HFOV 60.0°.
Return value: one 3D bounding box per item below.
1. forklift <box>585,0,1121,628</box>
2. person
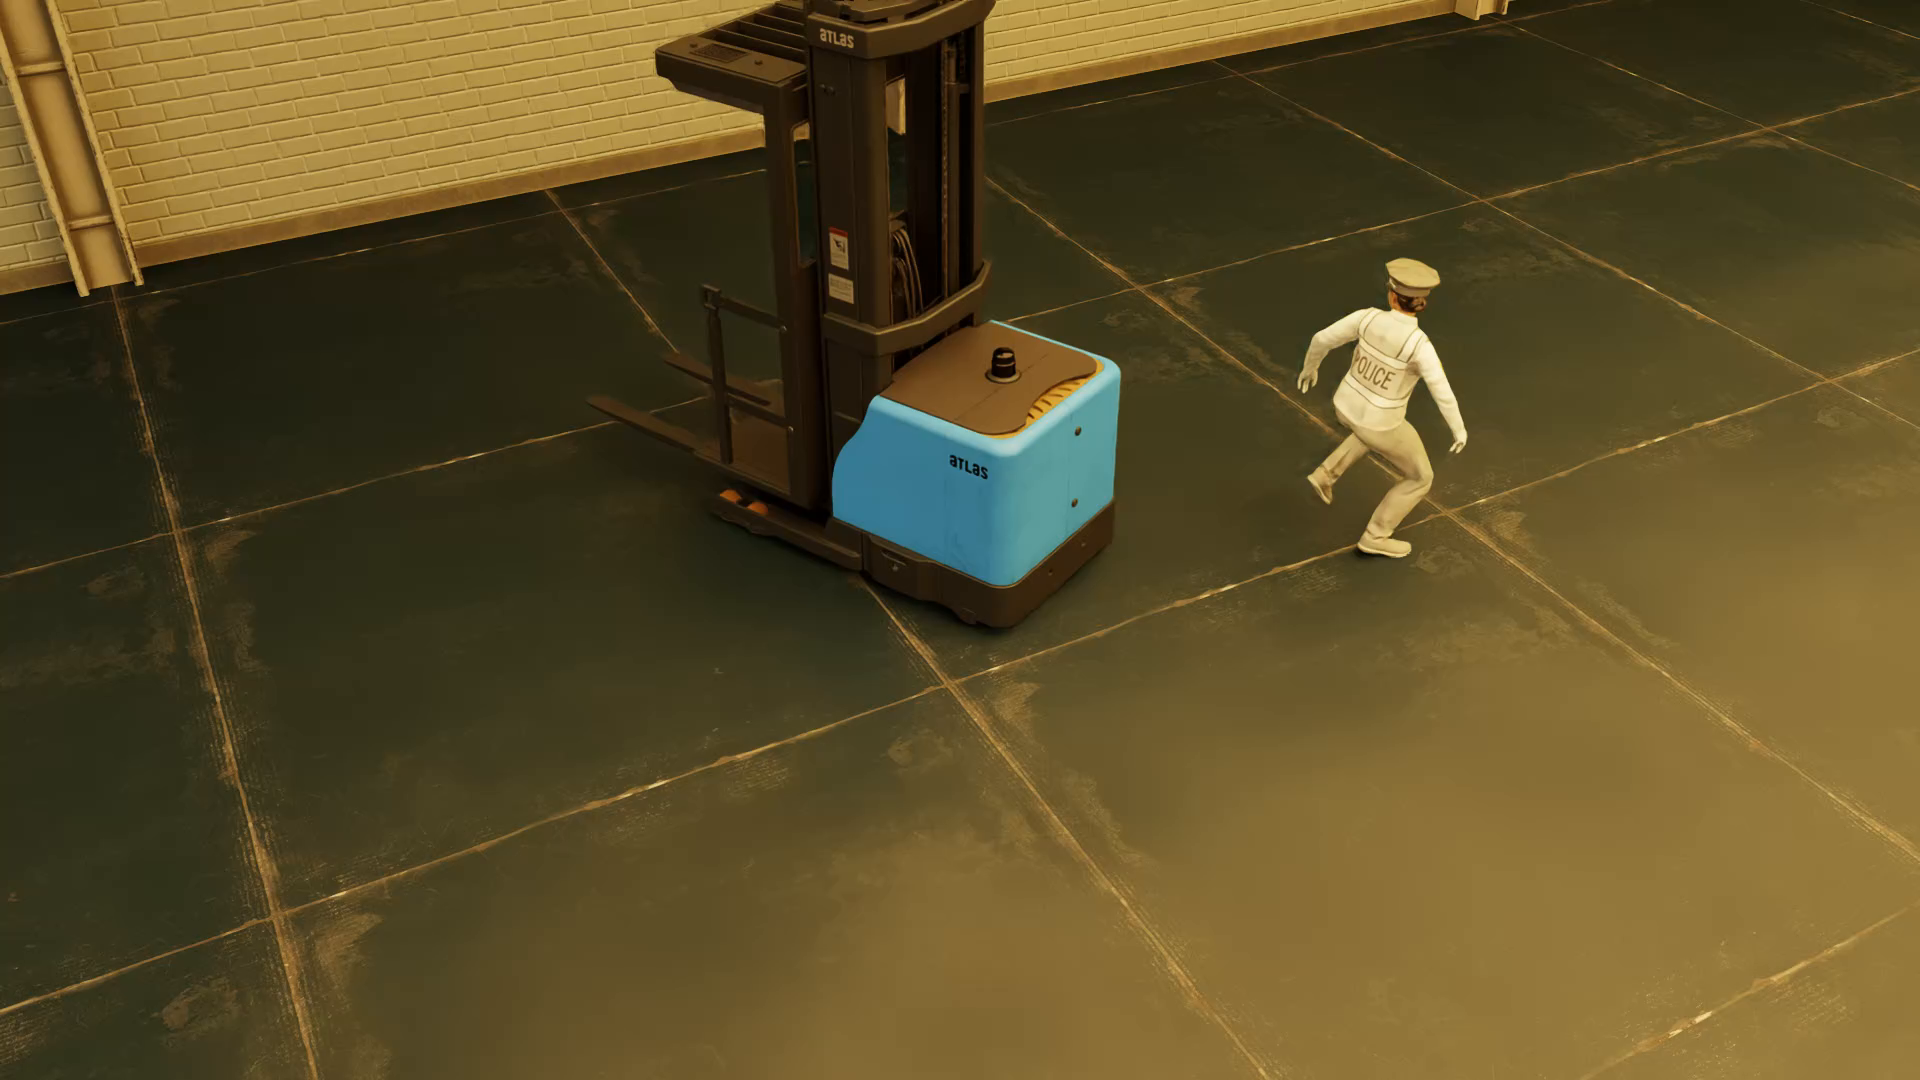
[{"bbox_3d":[-0.700,-1.451,8.176,3.031,2.935,1.130,23,41,29],"label":"forklift"},{"bbox_3d":[2.094,-0.660,8.274,0.526,1.553,0.789,-17,39,-22],"label":"person"}]
